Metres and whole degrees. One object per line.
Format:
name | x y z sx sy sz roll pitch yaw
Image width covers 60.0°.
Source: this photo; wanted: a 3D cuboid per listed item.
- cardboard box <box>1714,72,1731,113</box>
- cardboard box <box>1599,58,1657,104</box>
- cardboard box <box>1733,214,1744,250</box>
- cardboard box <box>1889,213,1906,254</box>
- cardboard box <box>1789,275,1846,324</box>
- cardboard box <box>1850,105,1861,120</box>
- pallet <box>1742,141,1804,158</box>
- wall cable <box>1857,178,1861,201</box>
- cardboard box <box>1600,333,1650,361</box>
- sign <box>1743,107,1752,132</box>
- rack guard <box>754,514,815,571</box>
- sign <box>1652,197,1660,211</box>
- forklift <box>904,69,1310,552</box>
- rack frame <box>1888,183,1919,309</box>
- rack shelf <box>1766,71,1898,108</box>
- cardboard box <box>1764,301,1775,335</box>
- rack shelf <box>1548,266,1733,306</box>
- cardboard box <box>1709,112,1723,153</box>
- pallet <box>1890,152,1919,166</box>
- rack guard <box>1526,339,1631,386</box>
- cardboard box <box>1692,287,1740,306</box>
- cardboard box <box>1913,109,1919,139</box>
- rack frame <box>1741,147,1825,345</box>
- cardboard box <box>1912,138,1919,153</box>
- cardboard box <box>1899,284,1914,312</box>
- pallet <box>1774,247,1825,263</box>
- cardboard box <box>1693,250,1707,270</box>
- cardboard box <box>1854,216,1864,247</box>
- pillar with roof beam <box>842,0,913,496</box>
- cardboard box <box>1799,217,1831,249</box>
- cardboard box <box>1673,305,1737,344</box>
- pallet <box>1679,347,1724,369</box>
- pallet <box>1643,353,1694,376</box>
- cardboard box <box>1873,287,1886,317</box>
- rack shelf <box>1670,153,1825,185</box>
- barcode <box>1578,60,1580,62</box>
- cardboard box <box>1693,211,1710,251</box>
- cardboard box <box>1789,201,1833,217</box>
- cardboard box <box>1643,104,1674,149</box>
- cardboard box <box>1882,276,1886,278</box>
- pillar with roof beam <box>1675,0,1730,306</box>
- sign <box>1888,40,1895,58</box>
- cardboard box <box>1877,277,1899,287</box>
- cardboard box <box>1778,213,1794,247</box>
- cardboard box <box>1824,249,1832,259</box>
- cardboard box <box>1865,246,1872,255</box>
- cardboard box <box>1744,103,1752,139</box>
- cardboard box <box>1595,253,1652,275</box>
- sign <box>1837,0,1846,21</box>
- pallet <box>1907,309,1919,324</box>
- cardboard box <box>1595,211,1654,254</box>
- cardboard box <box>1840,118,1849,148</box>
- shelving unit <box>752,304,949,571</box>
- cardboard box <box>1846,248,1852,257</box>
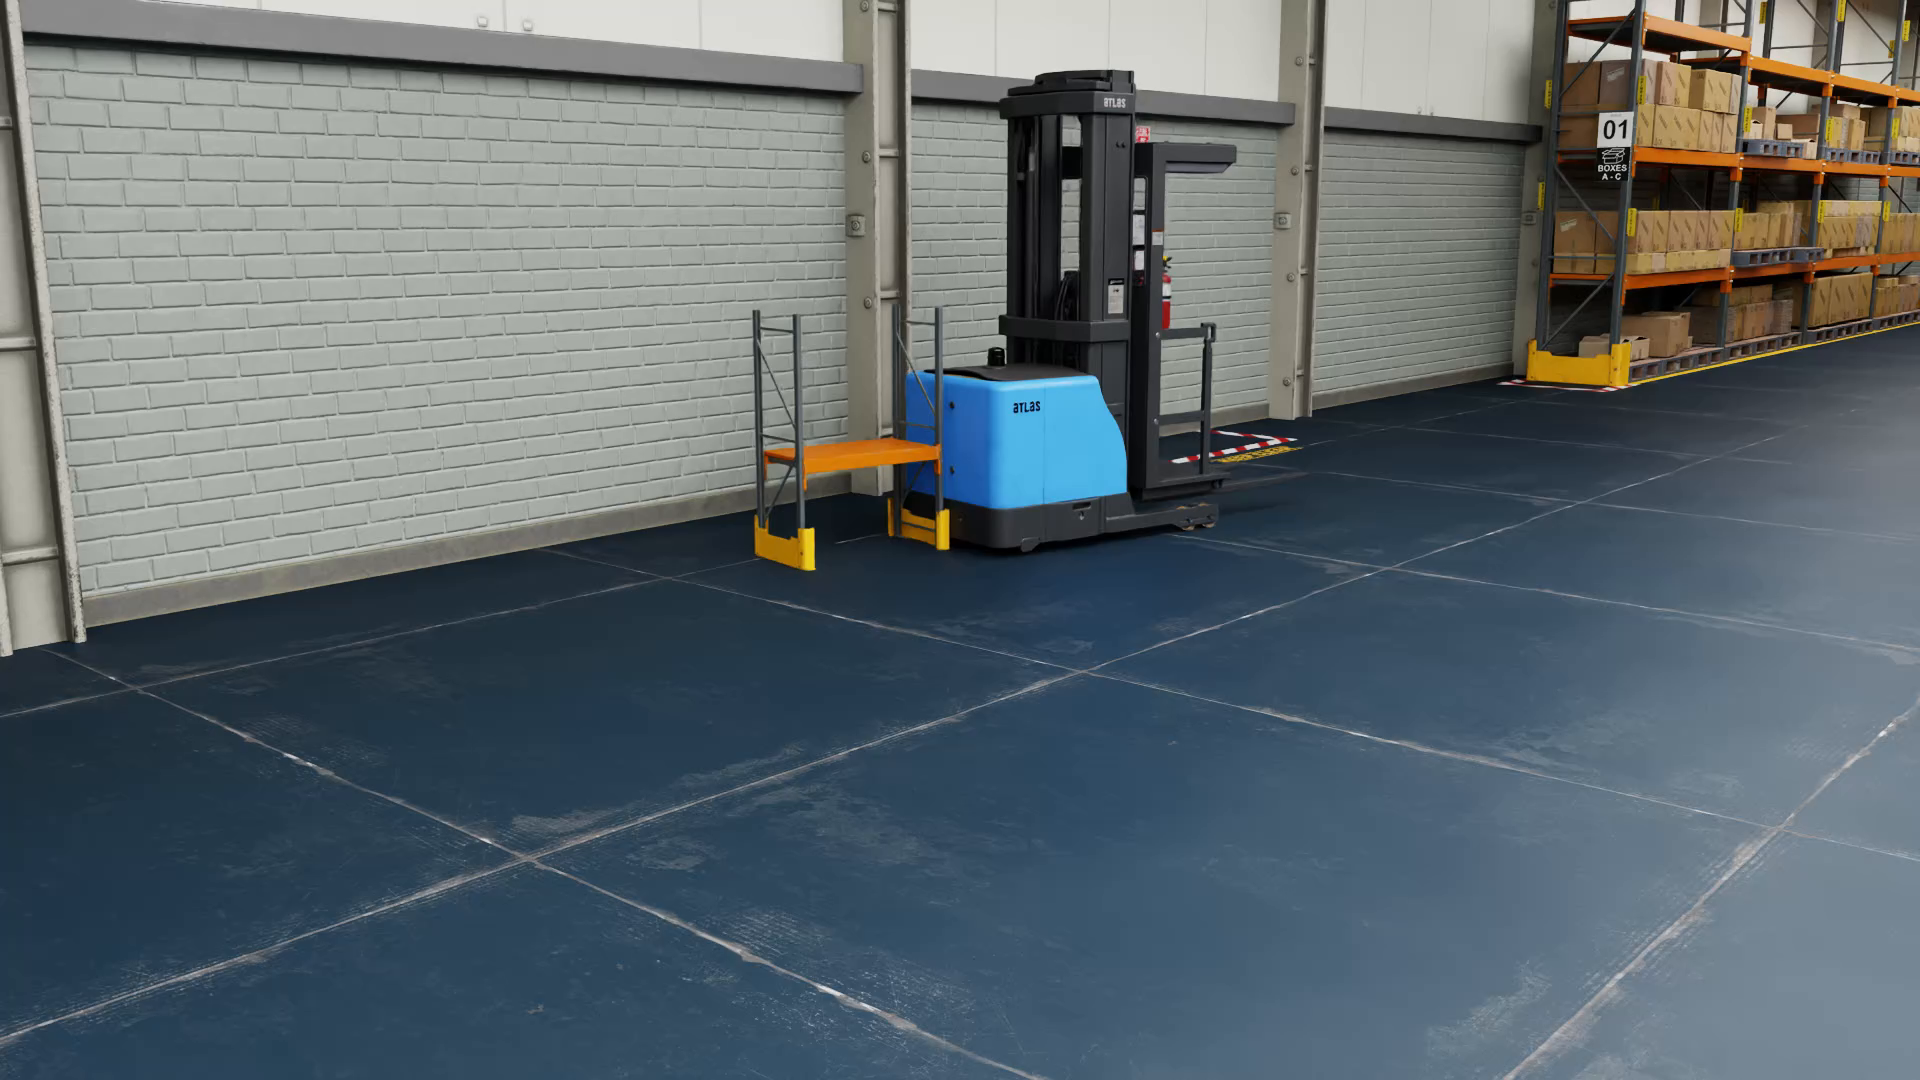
cardboard box | 9.670 -5.814 21.644 0.500 0.500 0.500 11 16 43
cardboard box | 7.949 -5.442 19.781 0.500 0.500 0.500 8 14 36
cardboard box | 10.515 -4.320 23.305 0.700 0.500 0.500 10 15 41
cardboard box | 16.290 -5.494 29.791 0.980 0.700 0.700 9 15 39
cardboard box | 13.960 -3.945 27.218 0.750 0.750 0.750 10 15 40
cardboard box | 14.754 -7.153 27.914 0.500 0.250 0.500 -11 16 -43
pallet | 11.323 -5.594 23.881 1.213 0.211 1.003 10 15 40
wall cable | 18.209 -6.559 33.300 0.084 1.984 1.851 10 15 40
cardboard box | 8.413 -2.468 21.150 0.500 0.311 0.500 -11 15 -43
sign | 10.566 -5.640 22.315 0.100 0.325 0.005 10 15 40
rack guard | -1.060 0.012 10.013 0.087 0.250 0.587 -8 14 -36
sign | 9.734 -4.624 23.248 0.100 0.325 0.005 10 15 40
forklift | 1.116 -1.569 11.084 3.031 2.935 1.130 -8 14 -36
rack frame | 18.074 -5.751 31.844 1.000 3.000 0.127 10 15 40
rack shelf | 14.114 -7.261 26.946 1.077 0.370 4.000 10 15 40
cardboard box | 11.930 -3.390 25.285 0.700 0.500 0.500 10 15 40
rack shelf | 8.833 -3.338 21.602 1.077 0.370 4.000 10 15 40
cardboard box | 9.662 -5.336 21.803 0.500 0.500 0.500 8 14 36
pallet | 16.787 -6.887 30.103 1.003 0.211 1.213 10 15 40
rack guard | 7.563 -2.182 20.359 1.175 0.500 0.348 10 15 40
cardboard box | 10.915 -3.518 24.013 0.500 0.250 0.500 9 15 39
cardboard box | 16.772 -7.401 29.588 0.500 0.500 0.500 10 15 41
rack frame | 12.793 -4.574 25.951 1.000 3.000 0.127 10 15 40
cardboard box | 16.768 -7.032 29.655 0.500 0.250 0.500 9 15 39
cardboard box | 17.357 -4.541 31.099 0.700 0.500 0.500 10 15 40
pallet | 12.403 -4.361 25.376 1.213 0.211 1.003 10 15 40
cardboard box | 9.413 -3.664 21.730 0.500 0.250 0.500 10 15 40
cardboard box | 14.651 -5.117 27.607 0.500 0.500 0.500 10 15 40
pillar with roof beam | 2.637 -4.231 8.920 9.100 9.000 0.400 10 15 40
cardboard box | 13.306 -4.817 26.102 0.500 0.500 0.500 10 15 42
cardboard box | 10.626 -3.085 23.759 0.700 0.500 0.500 10 15 42
pallet | 9.736 -2.514 22.760 1.003 0.211 1.213 10 15 40
pallet | 8.931 -2.334 21.857 1.003 0.211 1.213 10 15 40
cardboard box | 16.005 -4.239 29.586 0.700 0.500 0.500 10 15 41
rack shelf | 11.473 -5.397 24.255 1.077 0.370 4.000 10 15 40
barcode | 7.606 -5.870 20.445 0.001 0.075 0.075 10 15 40
cardboard box | 9.408 -4.033 21.660 0.500 0.500 0.500 9 15 39
cardboard box | 13.306 -5.184 26.026 0.500 0.250 0.500 10 15 42
cardboard box | 8.302 -5.018 20.210 0.500 0.500 0.500 -11 16 -44
cardboard box | 16.953 -4.828 30.880 0.380 0.149 0.250 10 15 41
pillar with roof beam | 14.519 -6.879 22.179 9.100 9.000 0.400 10 15 40
sign | 17.662 -9.301 31.513 0.100 0.325 0.005 10 15 40
cardboard box | 16.712 -4.661 30.041 0.380 0.149 0.250 9 15 39
cardboard box | 12.142 -4.682 25.116 0.700 0.500 0.500 8 14 35
cardboard box | 13.597 -4.543 26.387 0.380 0.149 0.250 10 15 42
cardboard box | 15.275 -4.922 28.287 0.380 0.149 0.250 10 15 41
cardboard box | 10.574 -5.781 23.011 0.500 0.500 0.500 -9 15 -39
cardboard box | 8.073 -3.364 20.225 0.500 0.250 0.500 9 15 39
sign | 13.207 -7.944 24.920 0.100 0.325 0.005 10 15 40
pallet | 17.605 -4.255 31.478 1.003 0.211 1.213 10 15 40
cardboard box | 8.053 -3.732 20.155 0.500 0.500 0.500 10 15 40
cardboard box | 14.073 -6.627 27.194 0.700 0.500 0.500 10 15 40
shelving unit | -0.664 -0.660 10.186 1.083 1.500 0.587 -8 14 -36
cardboard box | 14.552 -4.781 27.581 0.380 0.149 0.250 9 15 39
